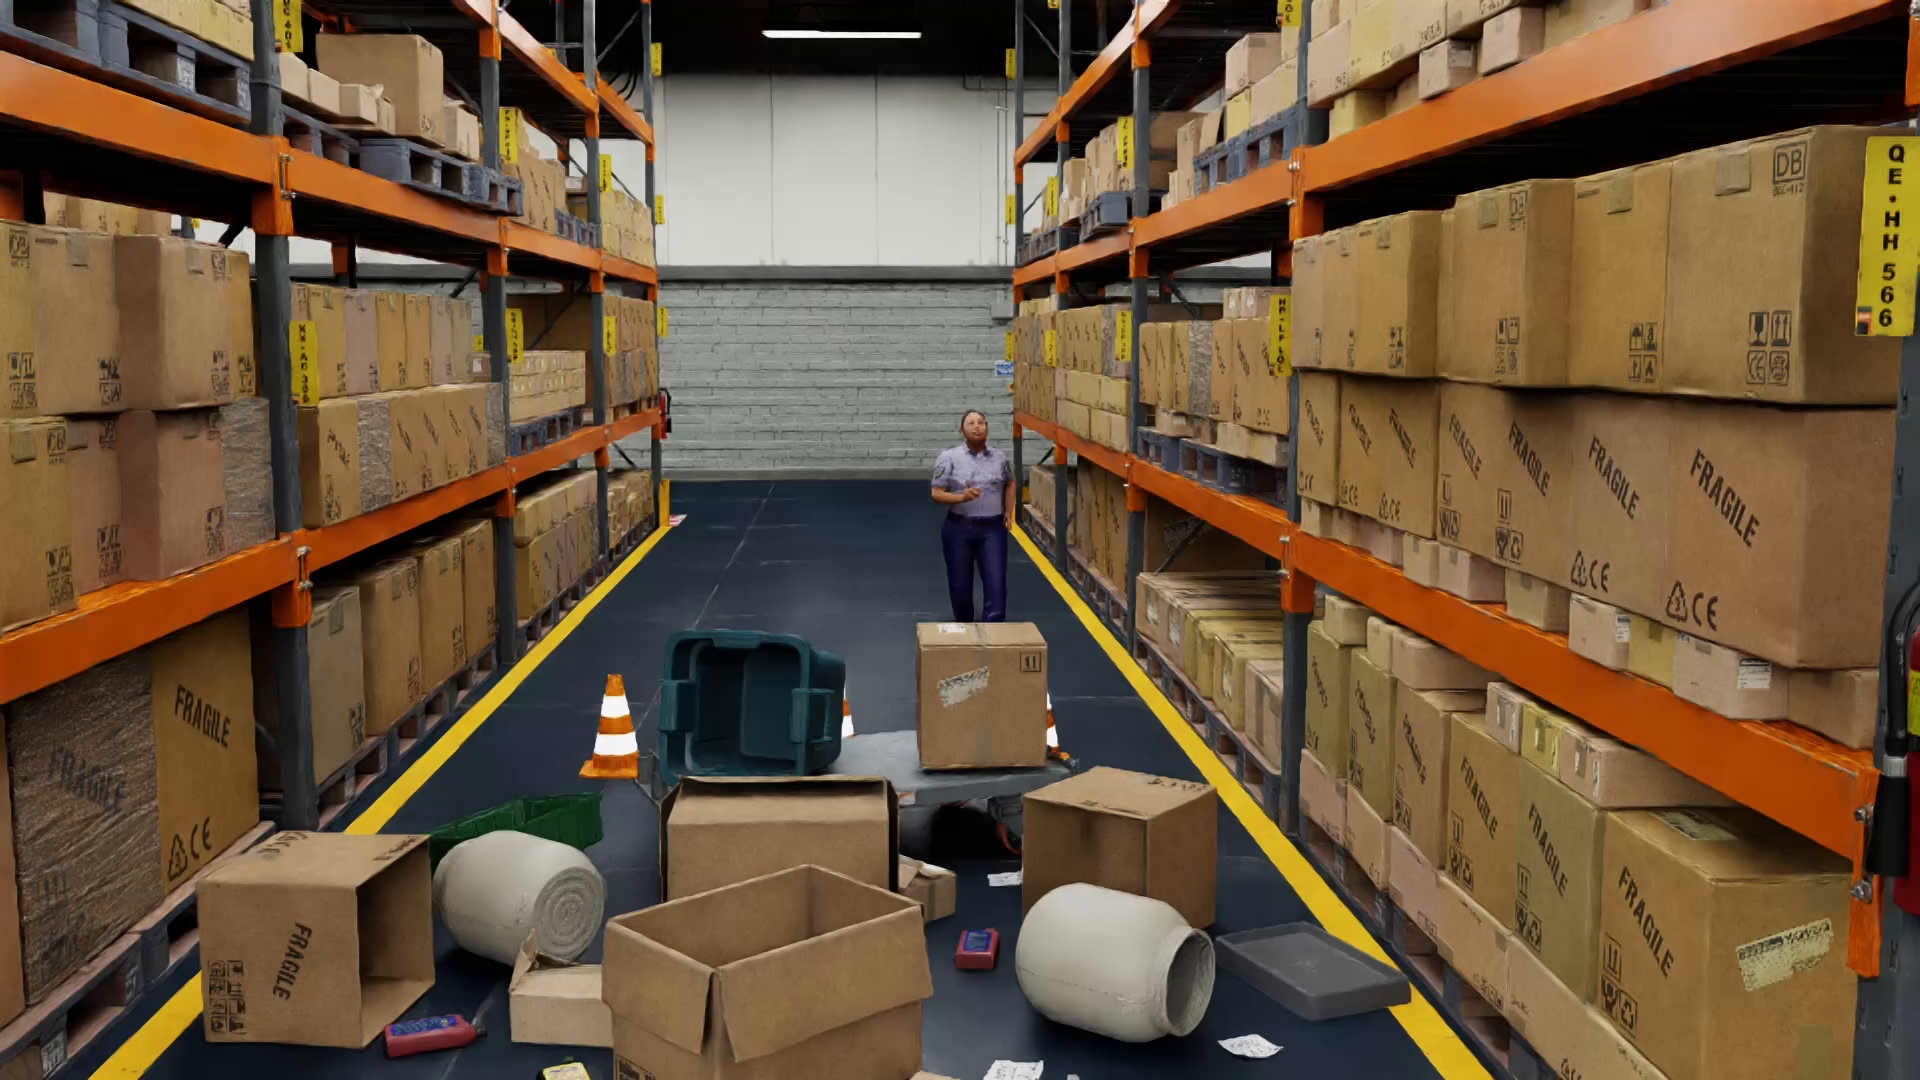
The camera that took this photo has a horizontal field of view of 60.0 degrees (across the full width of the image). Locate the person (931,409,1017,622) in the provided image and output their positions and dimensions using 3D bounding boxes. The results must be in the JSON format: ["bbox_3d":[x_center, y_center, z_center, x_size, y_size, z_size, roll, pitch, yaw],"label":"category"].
[{"bbox_3d":[0.106,0.016,10.299,0.566,1.638,0.799,0,7,-4],"label":"person"}]
